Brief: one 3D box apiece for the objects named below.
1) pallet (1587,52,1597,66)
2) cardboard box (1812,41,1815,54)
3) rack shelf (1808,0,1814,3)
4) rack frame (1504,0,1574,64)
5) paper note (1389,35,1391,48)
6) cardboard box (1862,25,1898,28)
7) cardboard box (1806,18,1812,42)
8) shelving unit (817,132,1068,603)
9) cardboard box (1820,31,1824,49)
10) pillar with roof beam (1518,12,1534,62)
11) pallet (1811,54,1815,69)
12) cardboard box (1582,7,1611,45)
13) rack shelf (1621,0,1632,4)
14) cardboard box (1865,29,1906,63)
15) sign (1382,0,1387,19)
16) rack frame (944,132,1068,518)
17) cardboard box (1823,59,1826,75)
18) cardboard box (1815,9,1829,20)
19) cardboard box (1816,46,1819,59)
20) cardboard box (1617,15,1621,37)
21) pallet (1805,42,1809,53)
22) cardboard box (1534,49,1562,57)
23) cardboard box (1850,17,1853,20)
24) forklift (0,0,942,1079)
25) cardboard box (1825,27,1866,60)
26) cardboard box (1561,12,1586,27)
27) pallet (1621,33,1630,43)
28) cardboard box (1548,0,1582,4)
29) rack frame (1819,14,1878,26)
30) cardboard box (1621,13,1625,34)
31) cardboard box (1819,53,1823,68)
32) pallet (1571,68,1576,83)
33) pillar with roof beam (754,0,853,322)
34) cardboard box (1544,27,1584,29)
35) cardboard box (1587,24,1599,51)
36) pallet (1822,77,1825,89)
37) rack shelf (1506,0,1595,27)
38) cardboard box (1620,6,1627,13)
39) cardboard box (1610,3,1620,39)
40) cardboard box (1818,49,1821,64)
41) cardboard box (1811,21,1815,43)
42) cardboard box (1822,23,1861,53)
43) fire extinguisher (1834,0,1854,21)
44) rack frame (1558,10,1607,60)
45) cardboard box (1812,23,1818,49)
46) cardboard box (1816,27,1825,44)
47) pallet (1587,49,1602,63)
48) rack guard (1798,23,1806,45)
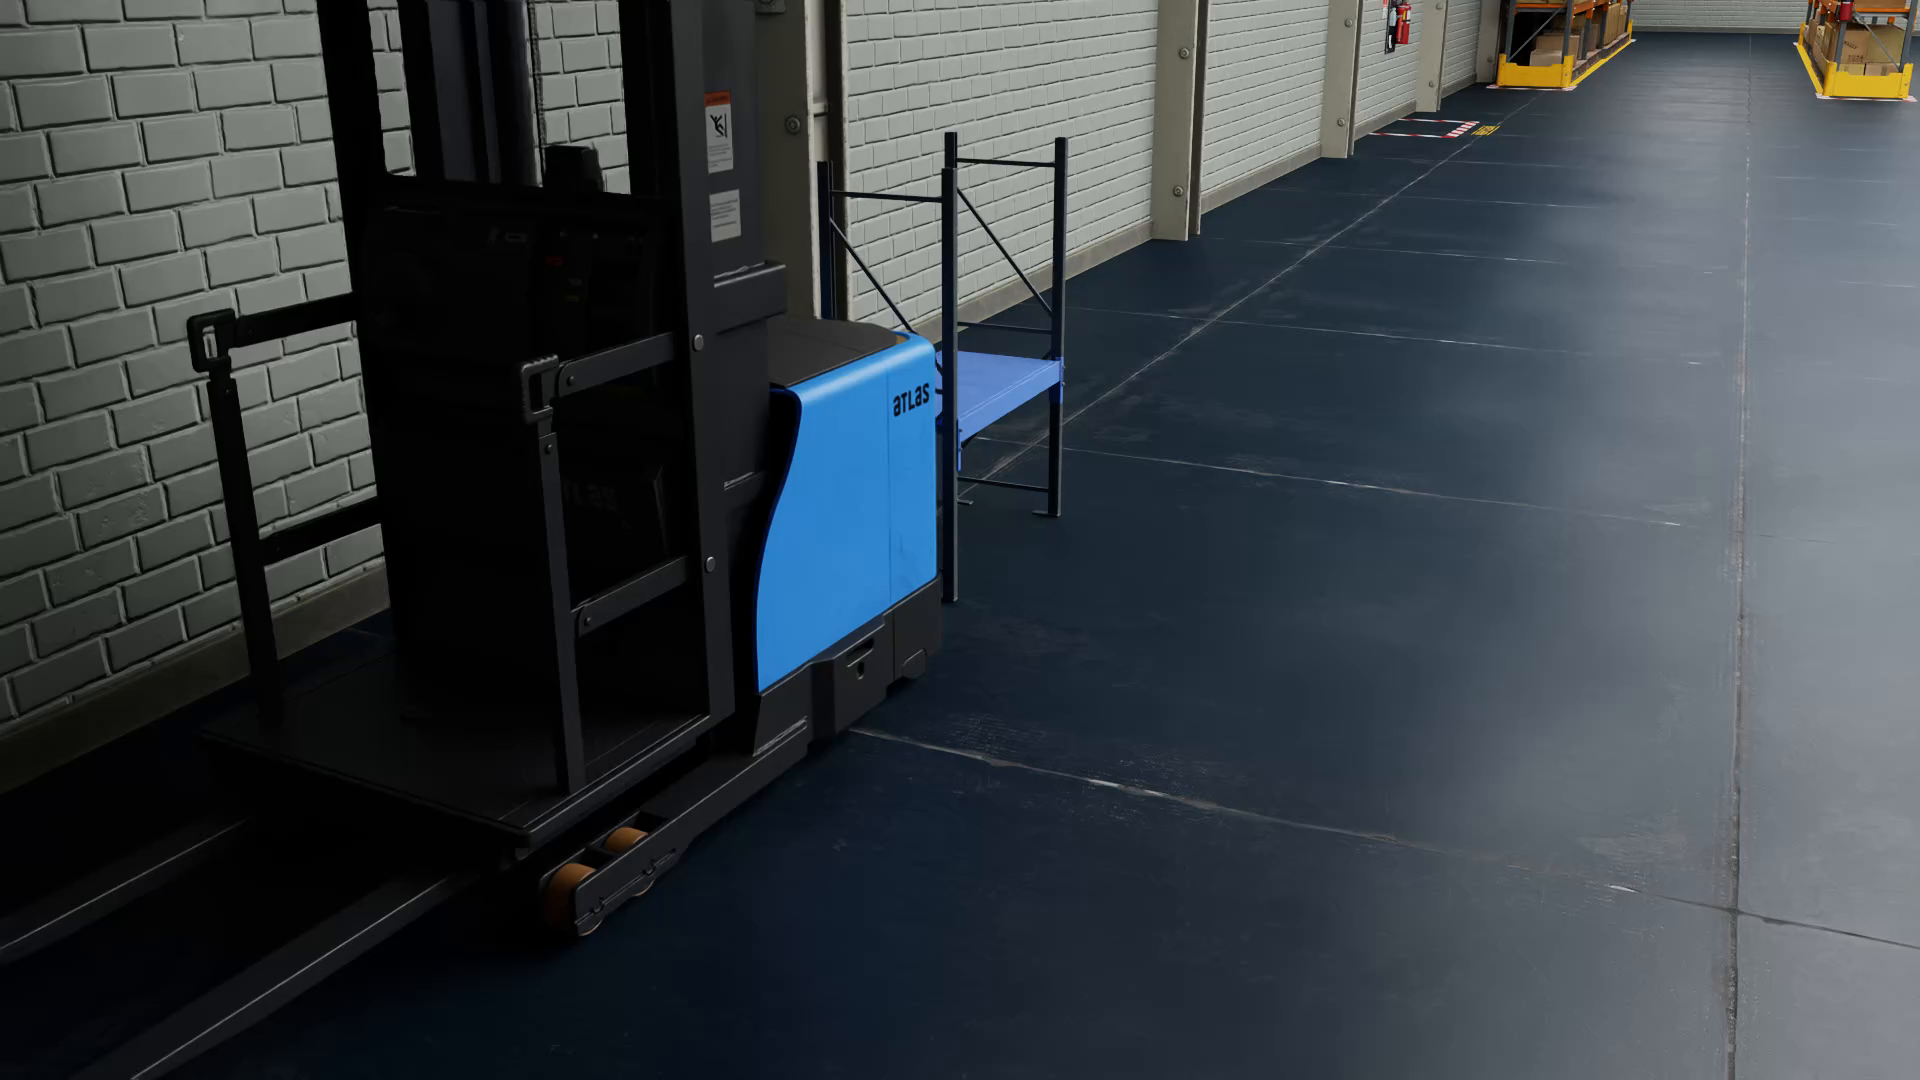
[{"bbox_3d":[12.044,-9.543,32.987,1.003,0.211,1.213,9,21,23],"label":"pallet"},{"bbox_3d":[16.905,-9.571,32.382,0.500,0.250,0.500,8,21,23],"label":"cardboard box"},{"bbox_3d":[19.844,-12.284,37.606,1.077,0.370,4.000,9,21,23],"label":"rack shelf"},{"bbox_3d":[9.590,-9.022,27.360,1.000,3.000,0.127,9,21,23],"label":"rack frame"},{"bbox_3d":[5.449,-6.310,21.050,0.016,0.148,0.142,9,21,23],"label":"paper note"},{"bbox_3d":[15.342,-8.345,27.815,0.500,0.500,0.500,9,21,23],"label":"cardboard box"},{"bbox_3d":[19.000,-11.254,36.711,0.500,0.500,0.500,9,21,23],"label":"cardboard box"},{"bbox_3d":[-0.035,-0.681,6.144,0.538,1.500,1.048,9,21,23],"label":"shelving unit"},{"bbox_3d":[15.861,-9.055,30.095,0.500,0.311,0.500,9,22,24],"label":"cardboard box"},{"bbox_3d":[15.472,-13.424,30.786,9.100,9.000,0.400,9,21,23],"label":"pillar with roof beam"},{"bbox_3d":[17.014,-9.228,32.103,1.003,0.211,1.213,9,21,23],"label":"pallet"},{"bbox_3d":[13.287,-10.859,35.107,0.750,0.750,0.750,8,21,22],"label":"cardboard box"},{"bbox_3d":[15.323,-12.962,39.514,1.077,0.370,4.000,9,21,23],"label":"rack shelf"},{"bbox_3d":[14.737,-7.885,26.522,0.500,0.500,0.500,9,21,23],"label":"cardboard box"},{"bbox_3d":[5.264,-6.632,20.587,0.001,0.329,0.234,9,21,23],"label":"sign"},{"bbox_3d":[0.173,-0.836,6.581,0.500,1.500,0.032,9,21,23],"label":"rack frame"},{"bbox_3d":[14.458,-7.757,27.282,0.500,0.250,0.500,9,21,23],"label":"cardboard box"},{"bbox_3d":[18.195,-10.974,34.805,0.500,0.250,0.500,9,21,23],"label":"cardboard box"},{"bbox_3d":[16.282,-9.101,31.059,0.500,0.250,0.500,9,21,24],"label":"cardboard box"},{"bbox_3d":[15.113,-12.078,39.057,0.700,0.500,0.500,8,21,22],"label":"cardboard box"},{"bbox_3d":[19.307,-10.907,36.824,1.003,0.211,1.213,9,21,23],"label":"pallet"},{"bbox_3d":[10.189,-8.335,28.786,0.500,0.311,0.500,11,22,27],"label":"cardboard box"},{"bbox_3d":[19.790,-11.617,37.728,0.797,0.503,0.637,9,21,23],"label":"cardboard box"},{"bbox_3d":[-1.198,-0.630,3.865,1.130,2.935,3.031,10,22,26],"label":"forklift"},{"bbox_3d":[14.455,-8.111,27.157,0.500,0.500,0.500,9,21,23],"label":"cardboard box"},{"bbox_3d":[12.122,-10.299,32.907,0.500,0.250,0.500,8,21,22],"label":"cardboard box"},{"bbox_3d":[15.886,-12.344,40.862,1.003,0.211,1.213,9,21,23],"label":"pallet"},{"bbox_3d":[10.080,-9.066,27.678,0.500,0.250,0.500,8,21,21],"label":"cardboard box"},{"bbox_3d":[17.387,-10.789,32.328,1.000,3.000,0.127,9,21,23],"label":"rack frame"},{"bbox_3d":[15.742,-12.552,40.391,0.700,0.500,0.500,8,21,23],"label":"cardboard box"},{"bbox_3d":[15.073,-8.216,28.571,0.500,0.250,0.500,9,21,23],"label":"cardboard box"},{"bbox_3d":[9.986,-7.974,28.577,1.003,0.211,1.213,9,21,23],"label":"pallet"},{"bbox_3d":[3.187,-4.253,4.999,9.100,9.000,0.400,9,21,23],"label":"pillar with roof beam"},{"bbox_3d":[11.680,-9.666,32.246,0.700,0.500,0.500,8,21,22],"label":"cardboard box"},{"bbox_3d":[12.619,-10.269,33.942,0.700,0.500,0.500,9,21,23],"label":"cardboard box"},{"bbox_3d":[14.386,-7.269,26.592,1.003,0.211,1.213,9,21,23],"label":"pallet"},{"bbox_3d":[10.409,-9.294,29.199,1.077,0.370,4.000,9,21,23],"label":"rack shelf"},{"bbox_3d":[15.956,-12.868,40.312,0.380,0.149,0.250,9,22,24],"label":"cardboard box"},{"bbox_3d":[14.357,-11.658,37.355,0.750,0.750,0.750,9,21,23],"label":"cardboard box"},{"bbox_3d":[15.654,-8.635,29.748,0.500,0.250,0.500,8,21,22],"label":"cardboard box"},{"bbox_3d":[18.396,-10.762,35.327,0.500,0.500,0.500,9,21,23],"label":"cardboard box"},{"bbox_3d":[15.076,-8.569,28.444,0.500,0.500,0.500,9,21,23],"label":"cardboard box"},{"bbox_3d":[13.639,-8.334,25.542,0.296,0.674,0.183,9,21,23],"label":"fire extinguisher"},{"bbox_3d":[12.866,-11.467,34.236,1.000,3.000,0.127,9,21,23],"label":"rack frame"},{"bbox_3d":[17.768,-10.294,34.012,0.500,0.500,0.500,8,21,21],"label":"cardboard box"},{"bbox_3d":[16.486,-9.518,31.395,0.500,0.311,0.500,8,21,21],"label":"cardboard box"},{"bbox_3d":[12.545,-9.915,34.032,1.003,0.211,1.213,9,21,23],"label":"pallet"},{"bbox_3d":[20.632,-12.033,39.558,1.175,0.500,0.348,9,21,23],"label":"rack guard"}]
